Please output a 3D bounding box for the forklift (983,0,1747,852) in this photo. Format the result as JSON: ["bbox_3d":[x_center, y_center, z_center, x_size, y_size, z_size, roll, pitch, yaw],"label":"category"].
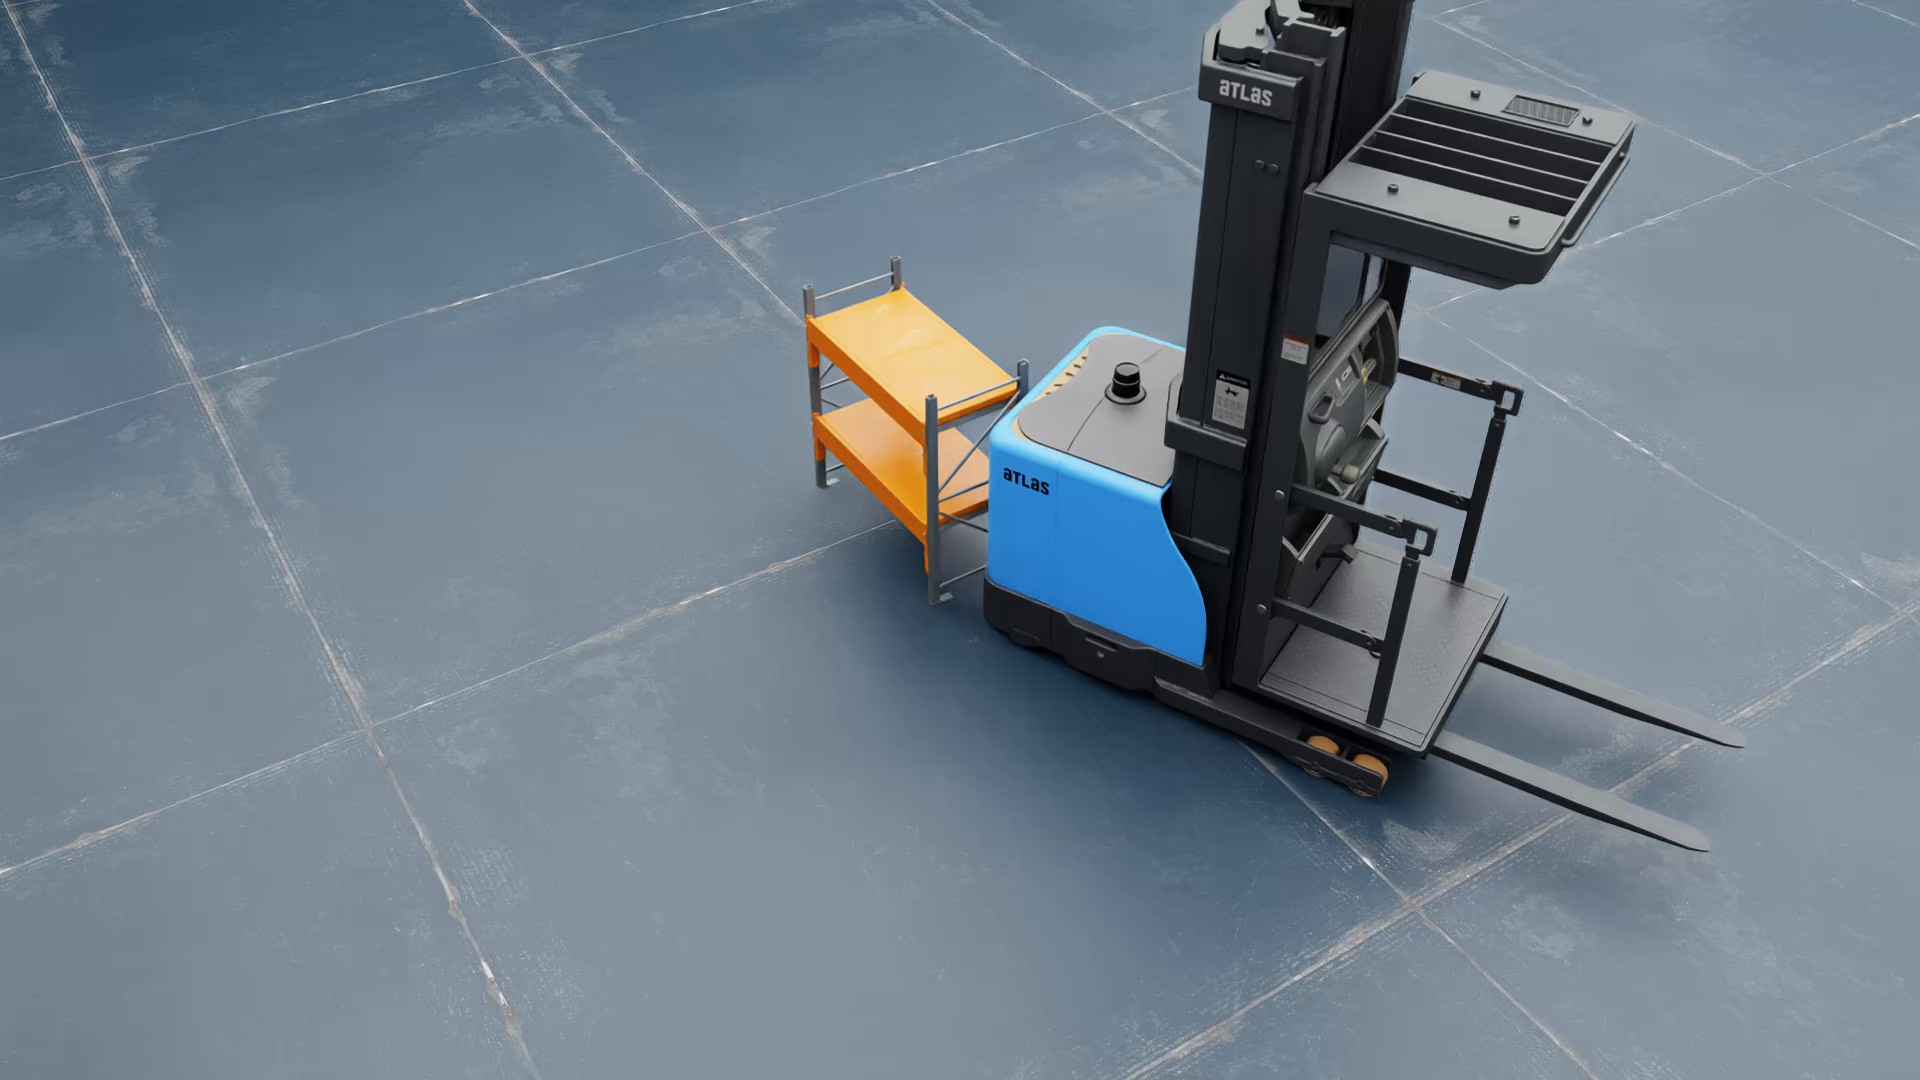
[{"bbox_3d":[1.628,-0.502,6.123,3.031,2.935,1.130,22,44,24],"label":"forklift"}]

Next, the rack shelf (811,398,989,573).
[{"bbox_3d":[-0.205,-0.317,7.694,0.538,0.278,1.000,-23,45,-25],"label":"rack shelf"}]

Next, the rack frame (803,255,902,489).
[{"bbox_3d":[-0.485,-0.776,7.863,0.500,1.125,0.032,-23,45,-25],"label":"rack frame"}]

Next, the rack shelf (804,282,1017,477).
[{"bbox_3d":[-0.205,-0.729,7.350,0.538,0.278,1.000,-23,45,-25],"label":"rack shelf"}]

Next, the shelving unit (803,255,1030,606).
[{"bbox_3d":[-0.205,-0.504,7.537,0.538,1.125,1.048,-23,45,-25],"label":"shelving unit"}]

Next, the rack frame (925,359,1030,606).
[{"bbox_3d":[0.074,-0.233,7.211,0.500,1.125,0.032,-23,45,-25],"label":"rack frame"}]
